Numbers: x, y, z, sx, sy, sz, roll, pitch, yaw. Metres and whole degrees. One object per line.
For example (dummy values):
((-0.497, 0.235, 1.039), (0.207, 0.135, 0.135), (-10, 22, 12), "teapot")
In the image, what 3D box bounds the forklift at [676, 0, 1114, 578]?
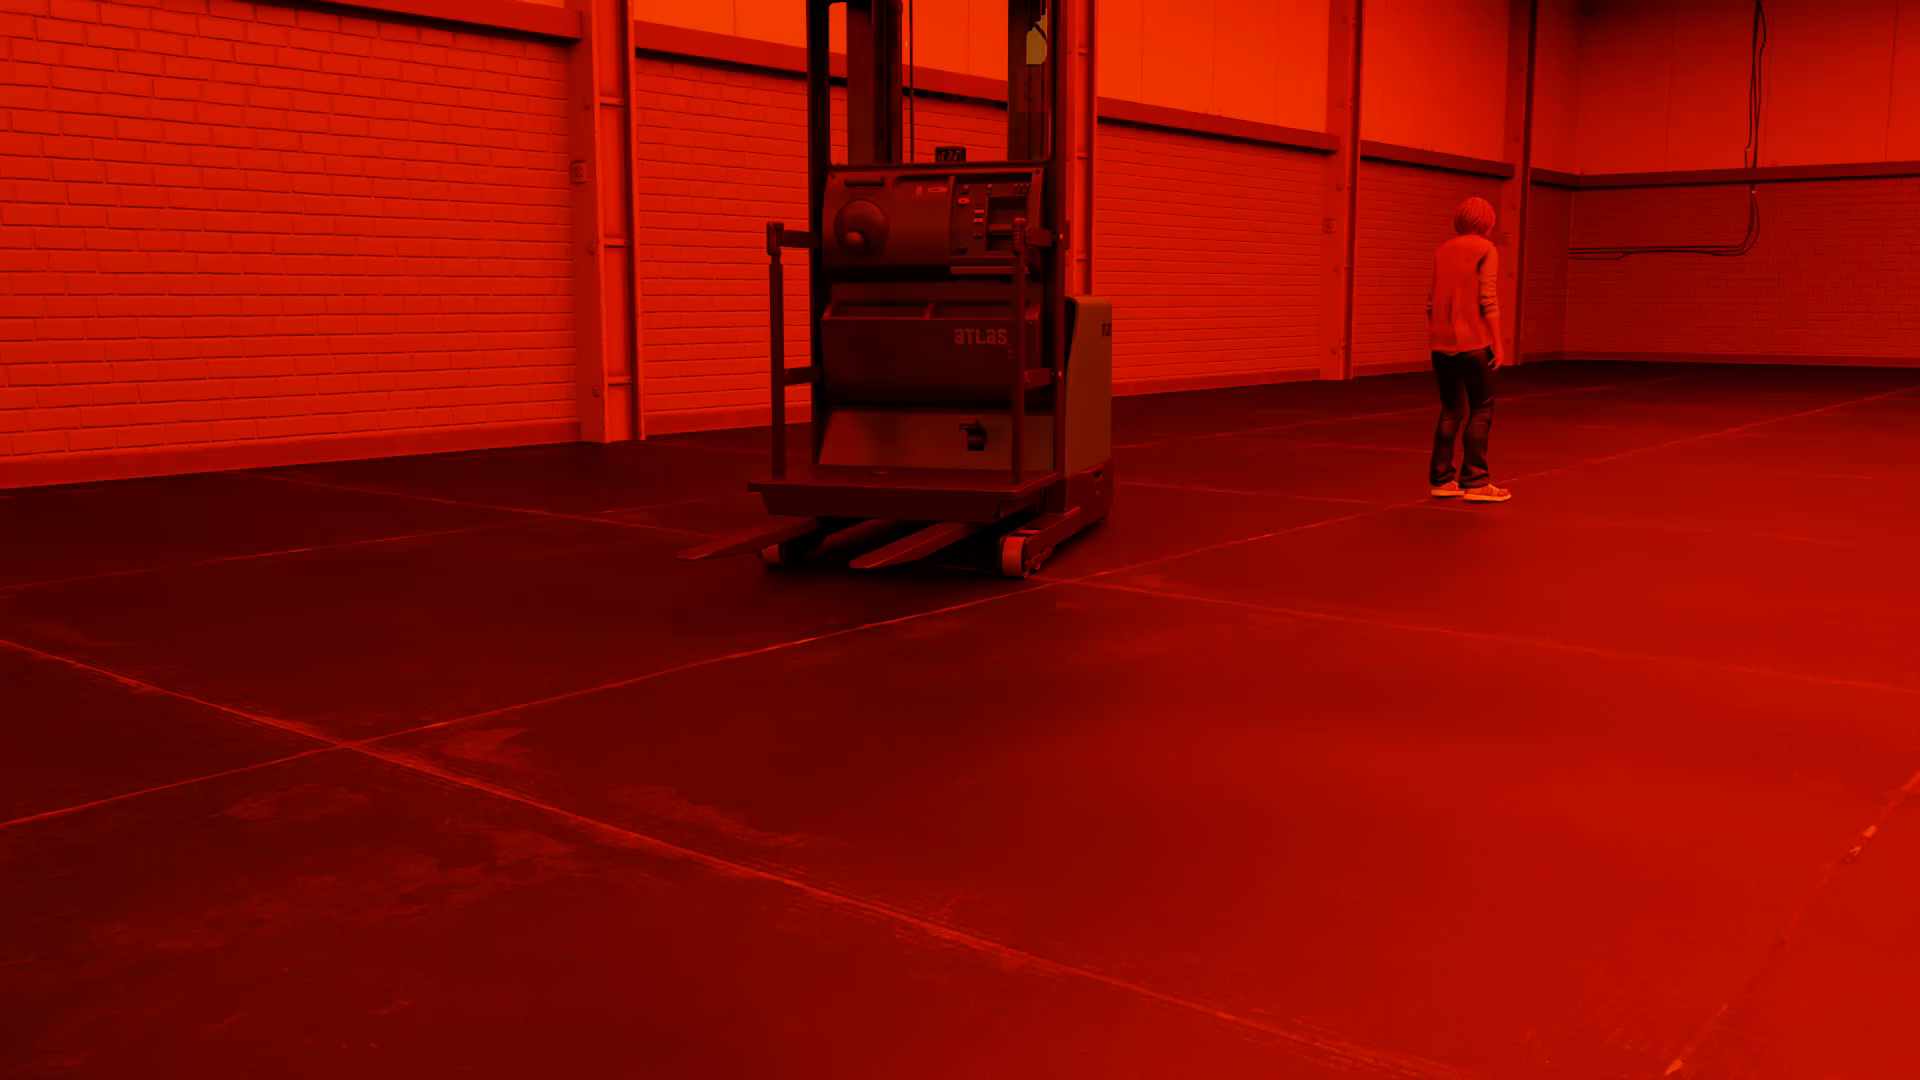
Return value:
((-0.176, -1.366, 6.616), (1.130, 2.935, 3.031), (3, 9, 17), "forklift")

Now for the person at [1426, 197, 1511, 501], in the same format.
((2.677, -1.010, 8.815), (0.345, 1.591, 0.476), (-5, 10, -31), "person")
